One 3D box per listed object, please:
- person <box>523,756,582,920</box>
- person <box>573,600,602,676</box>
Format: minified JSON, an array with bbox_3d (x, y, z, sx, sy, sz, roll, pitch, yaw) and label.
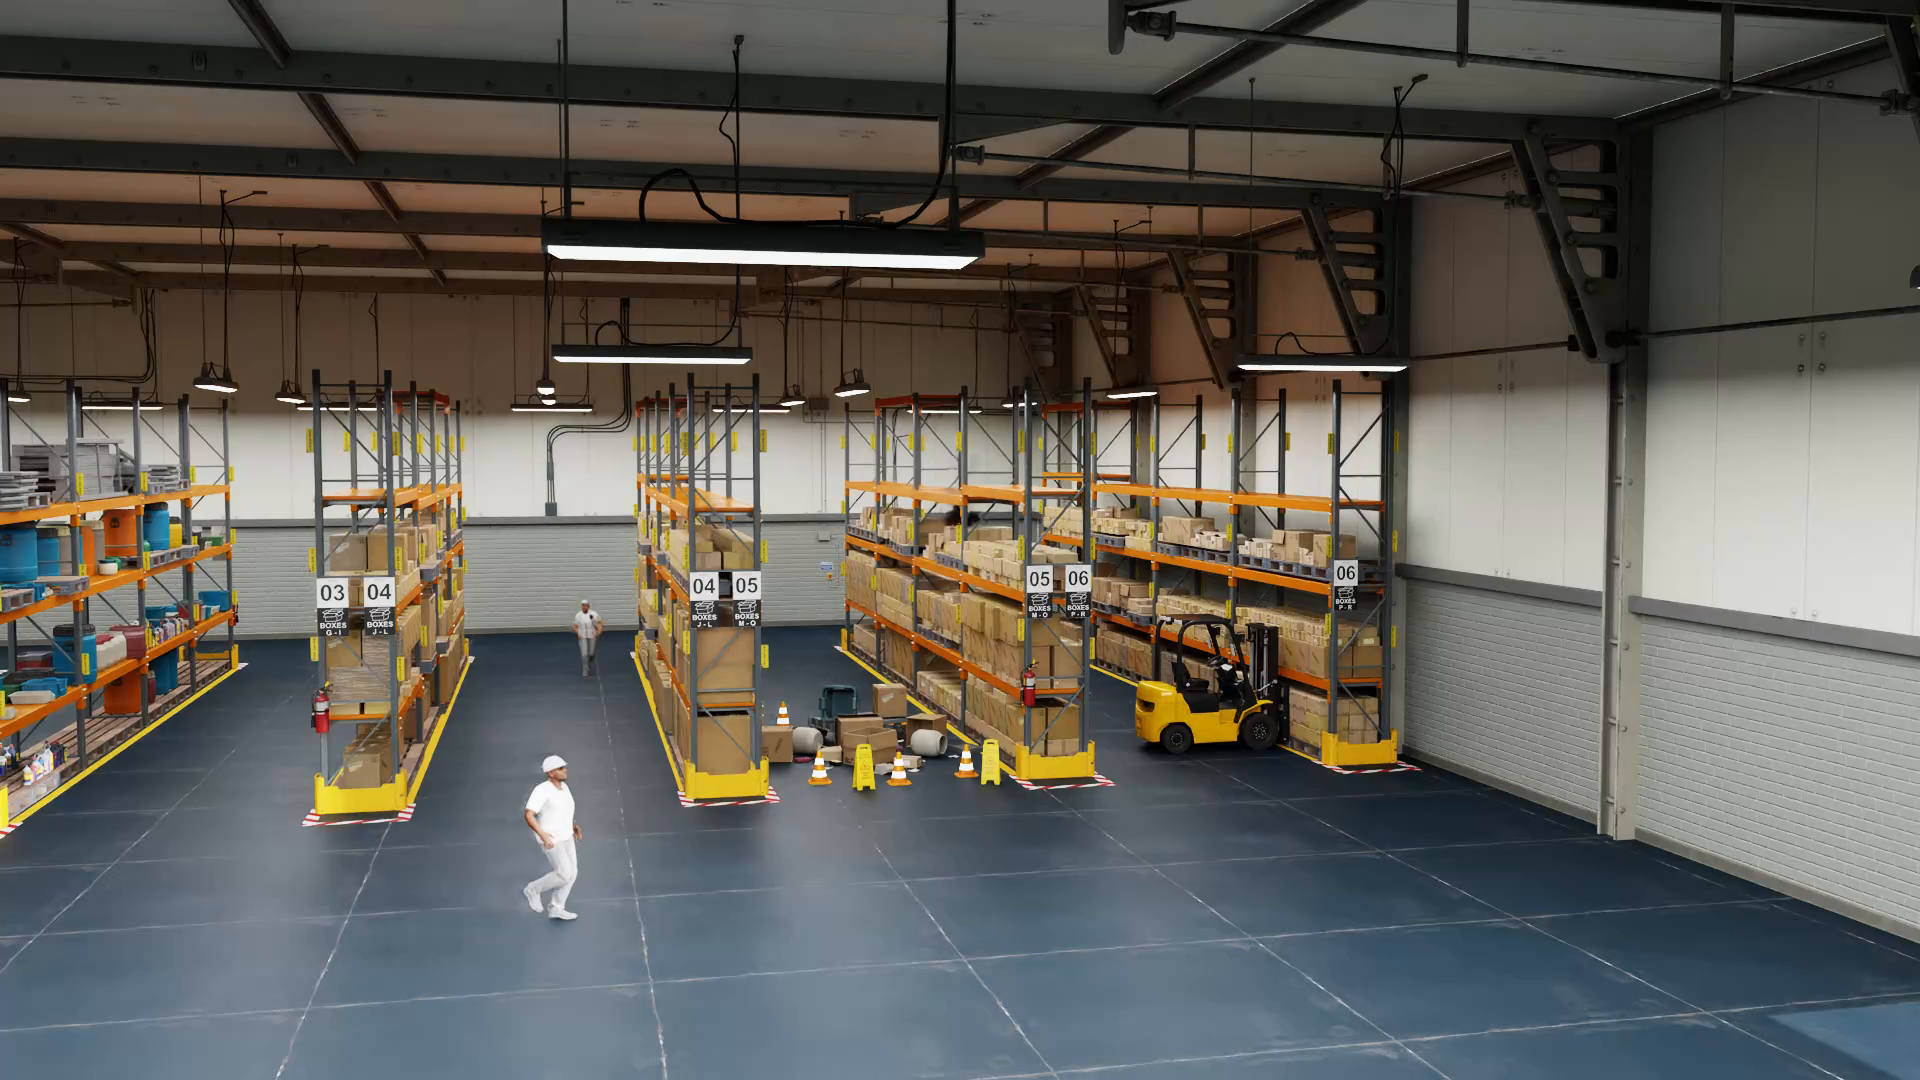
[{"bbox_3d":[-4.306,3.131,17.519,0.558,1.727,0.713,1,3,17],"label":"person"},{"bbox_3d":[-8.087,2.118,36.119,0.624,1.642,0.620,-1,3,-9],"label":"person"}]
